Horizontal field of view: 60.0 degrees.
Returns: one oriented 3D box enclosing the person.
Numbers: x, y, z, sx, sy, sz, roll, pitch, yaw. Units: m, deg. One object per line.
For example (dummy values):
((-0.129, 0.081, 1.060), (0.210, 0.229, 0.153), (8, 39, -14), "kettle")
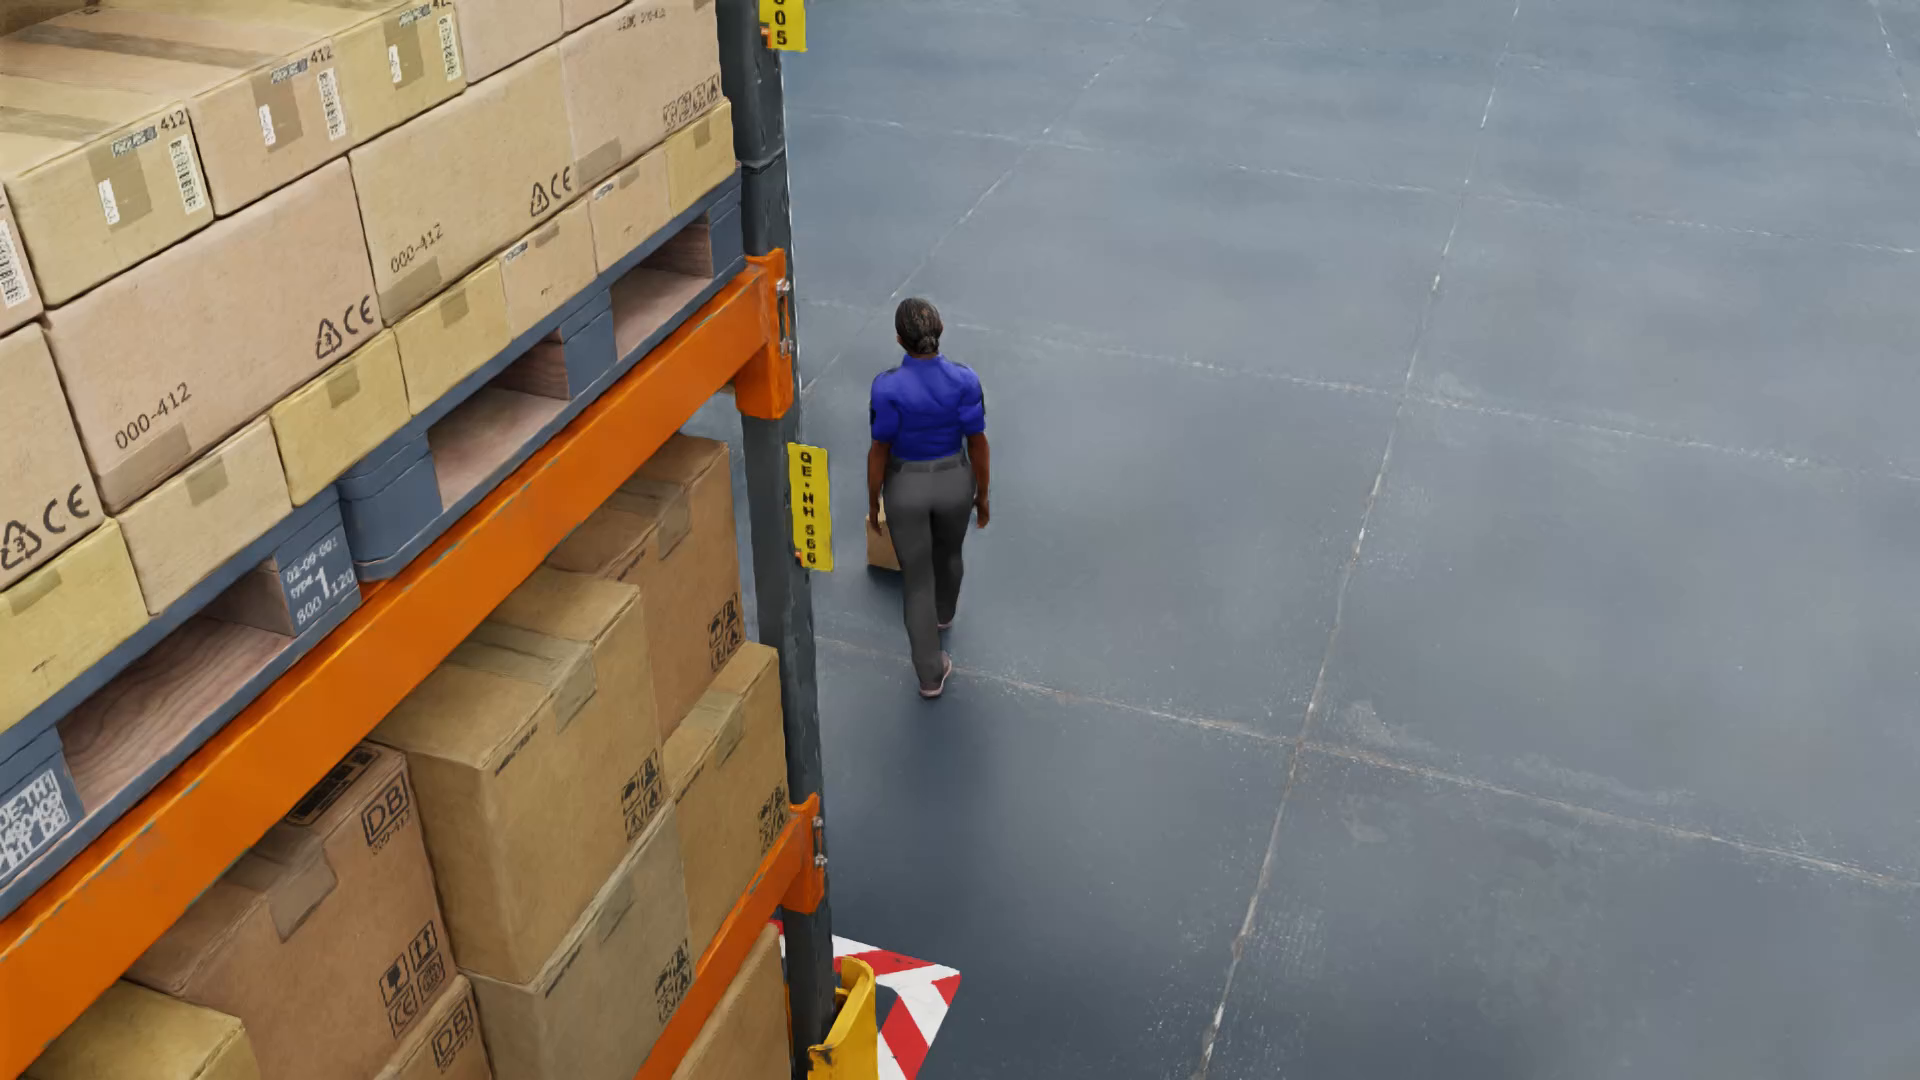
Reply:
((-0.148, -0.239, 6.504), (0.465, 1.643, 0.744), (-7, 34, -10), "person")
